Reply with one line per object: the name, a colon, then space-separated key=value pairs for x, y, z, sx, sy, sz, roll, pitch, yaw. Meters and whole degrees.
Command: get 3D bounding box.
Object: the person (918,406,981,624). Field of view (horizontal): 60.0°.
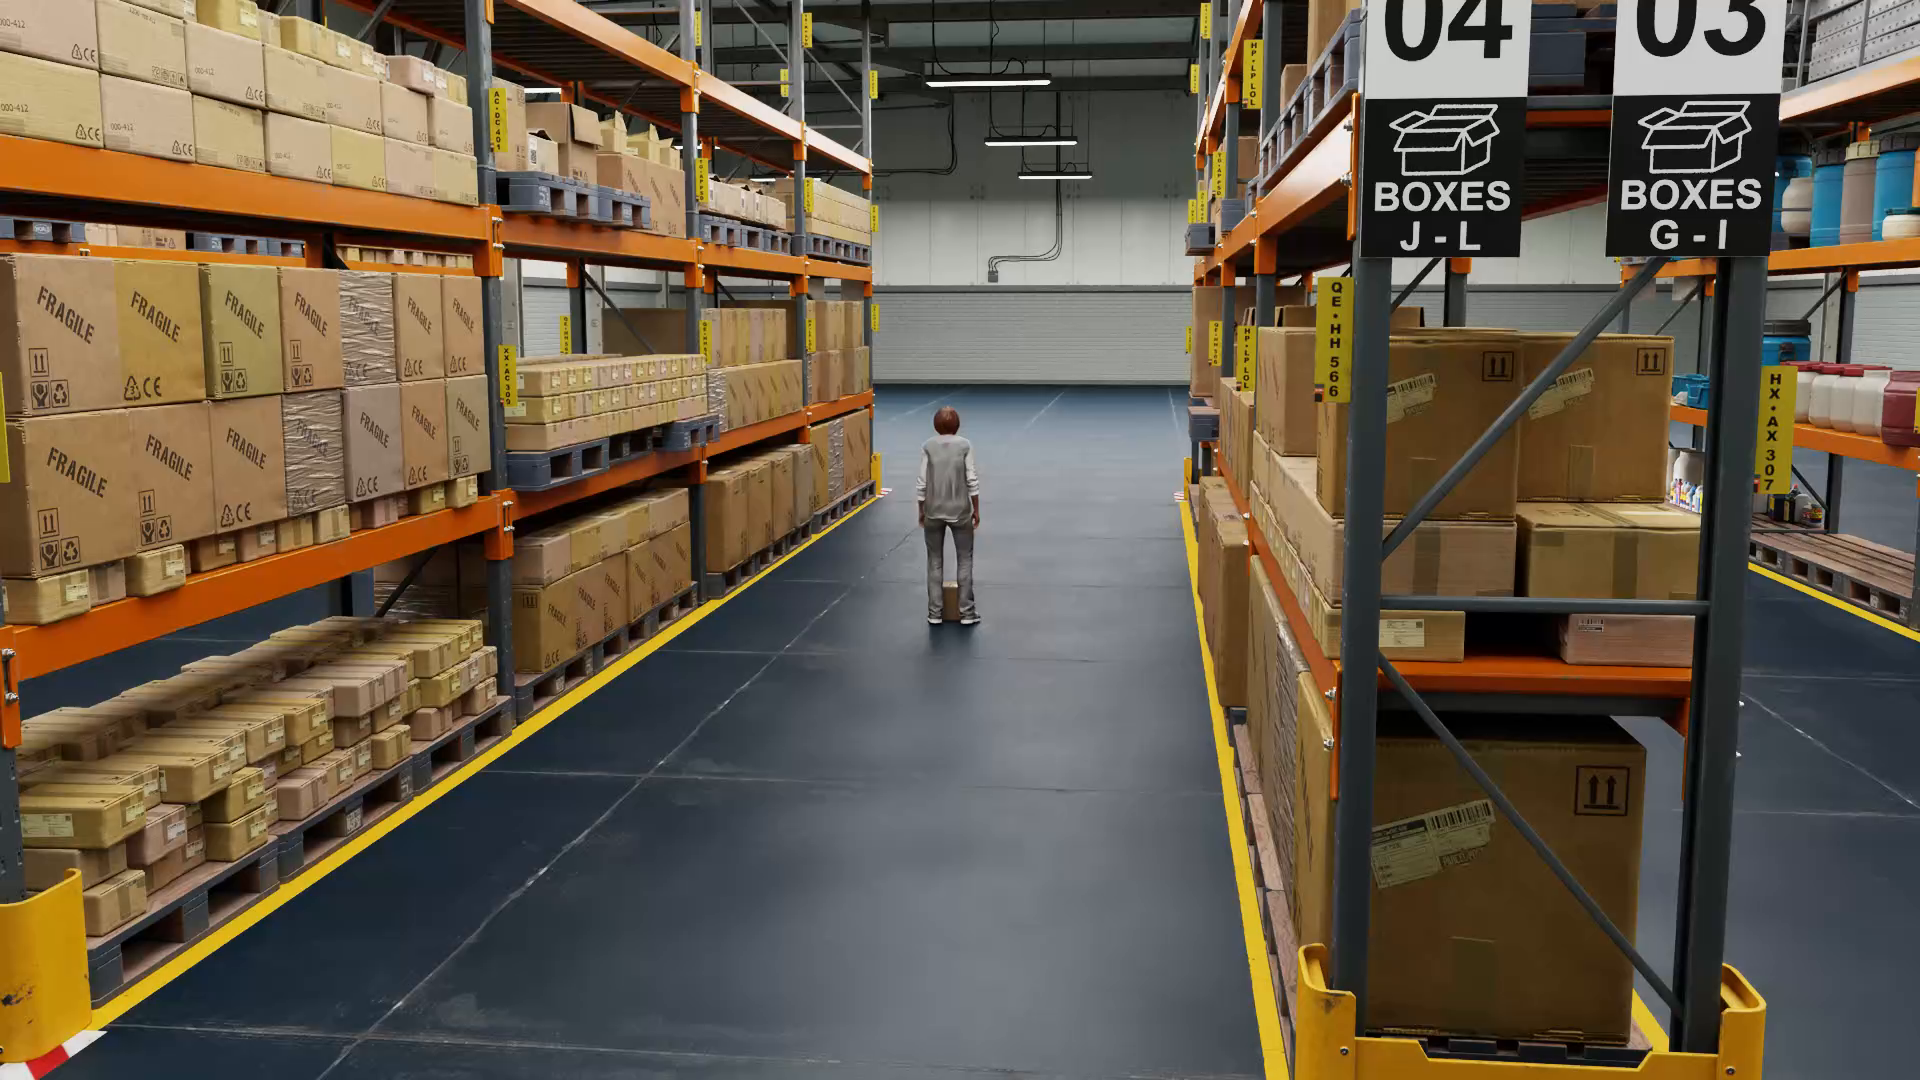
person: x=-0.081 y=-0.177 z=12.132 sx=0.451 sy=1.593 sz=0.344 roll=1 pitch=8 yaw=7
